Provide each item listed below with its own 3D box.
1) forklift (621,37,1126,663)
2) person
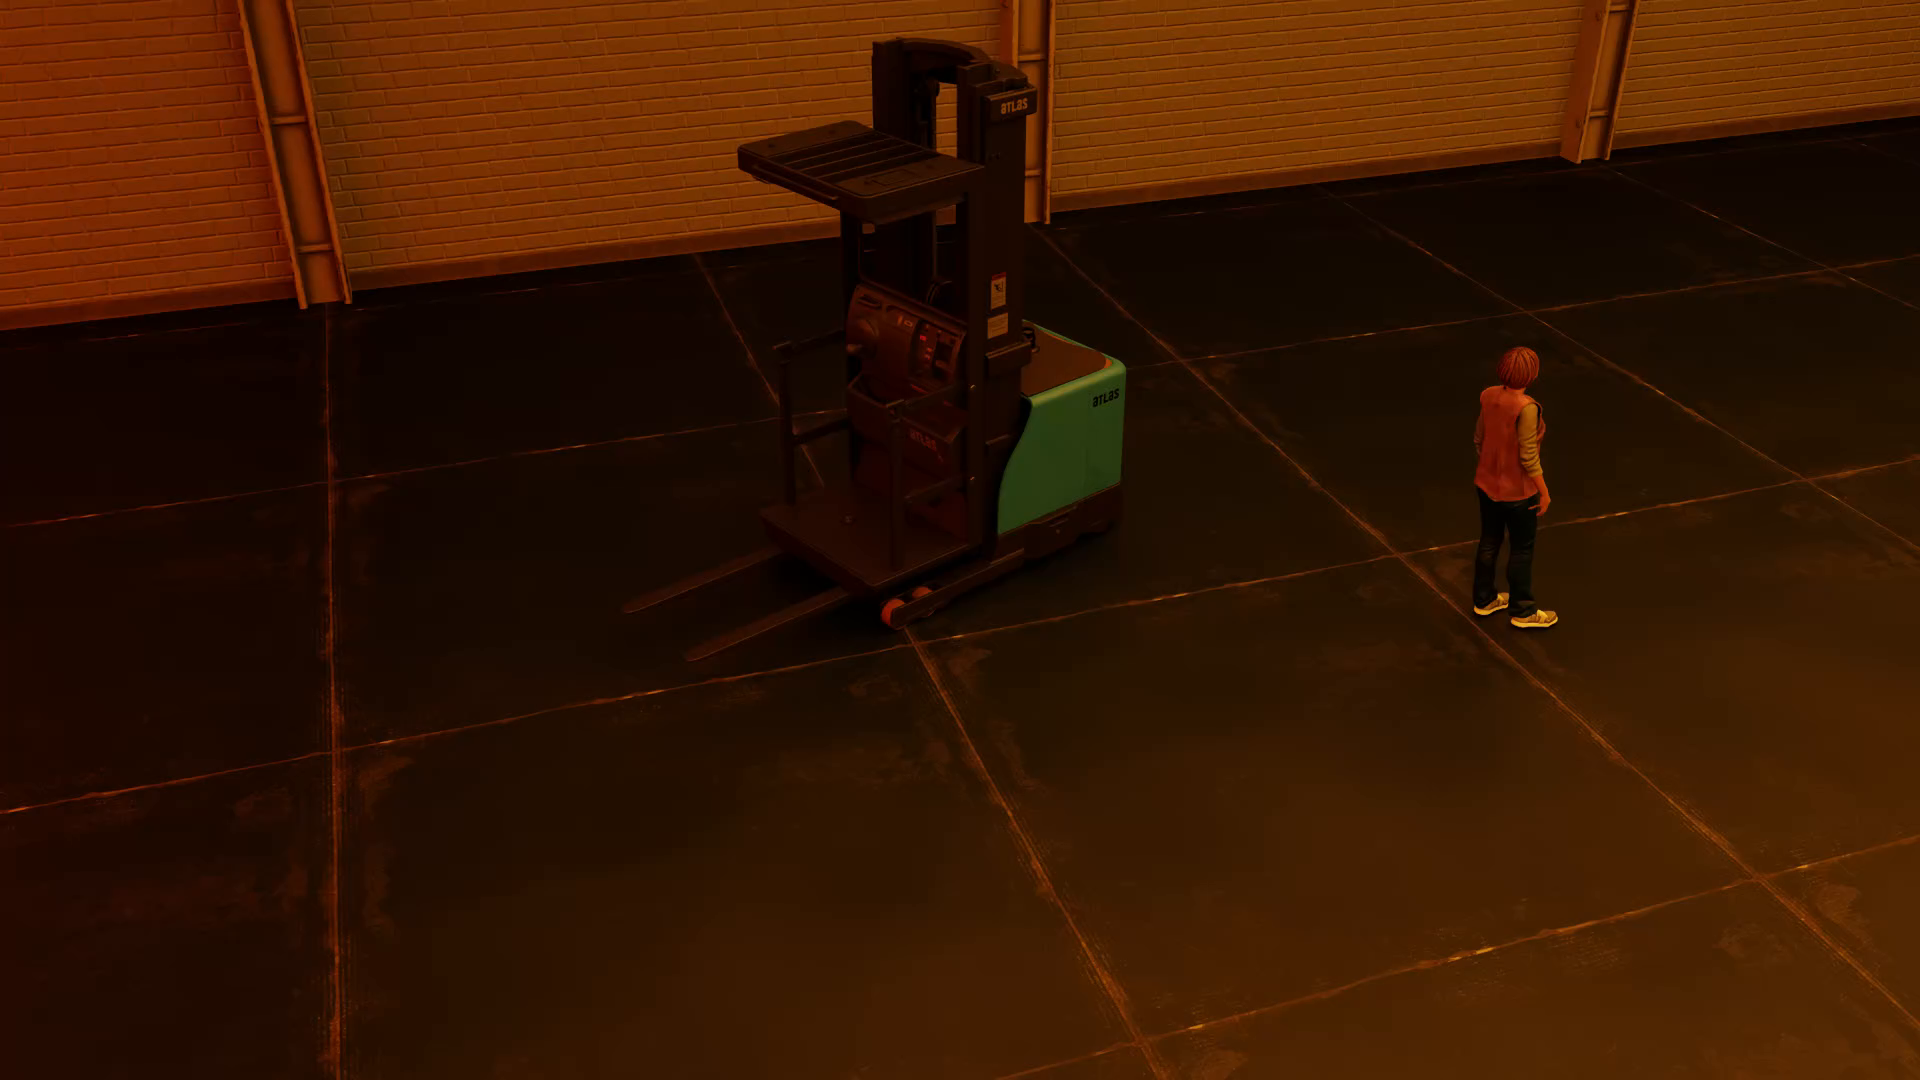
[{"bbox_3d":[-0.461,-1.072,8.951,3.031,2.935,1.130,-23,37,-34],"label":"forklift"},{"bbox_3d":[3.001,-0.295,8.922,0.473,1.599,0.521,-13,32,-21],"label":"person"}]
